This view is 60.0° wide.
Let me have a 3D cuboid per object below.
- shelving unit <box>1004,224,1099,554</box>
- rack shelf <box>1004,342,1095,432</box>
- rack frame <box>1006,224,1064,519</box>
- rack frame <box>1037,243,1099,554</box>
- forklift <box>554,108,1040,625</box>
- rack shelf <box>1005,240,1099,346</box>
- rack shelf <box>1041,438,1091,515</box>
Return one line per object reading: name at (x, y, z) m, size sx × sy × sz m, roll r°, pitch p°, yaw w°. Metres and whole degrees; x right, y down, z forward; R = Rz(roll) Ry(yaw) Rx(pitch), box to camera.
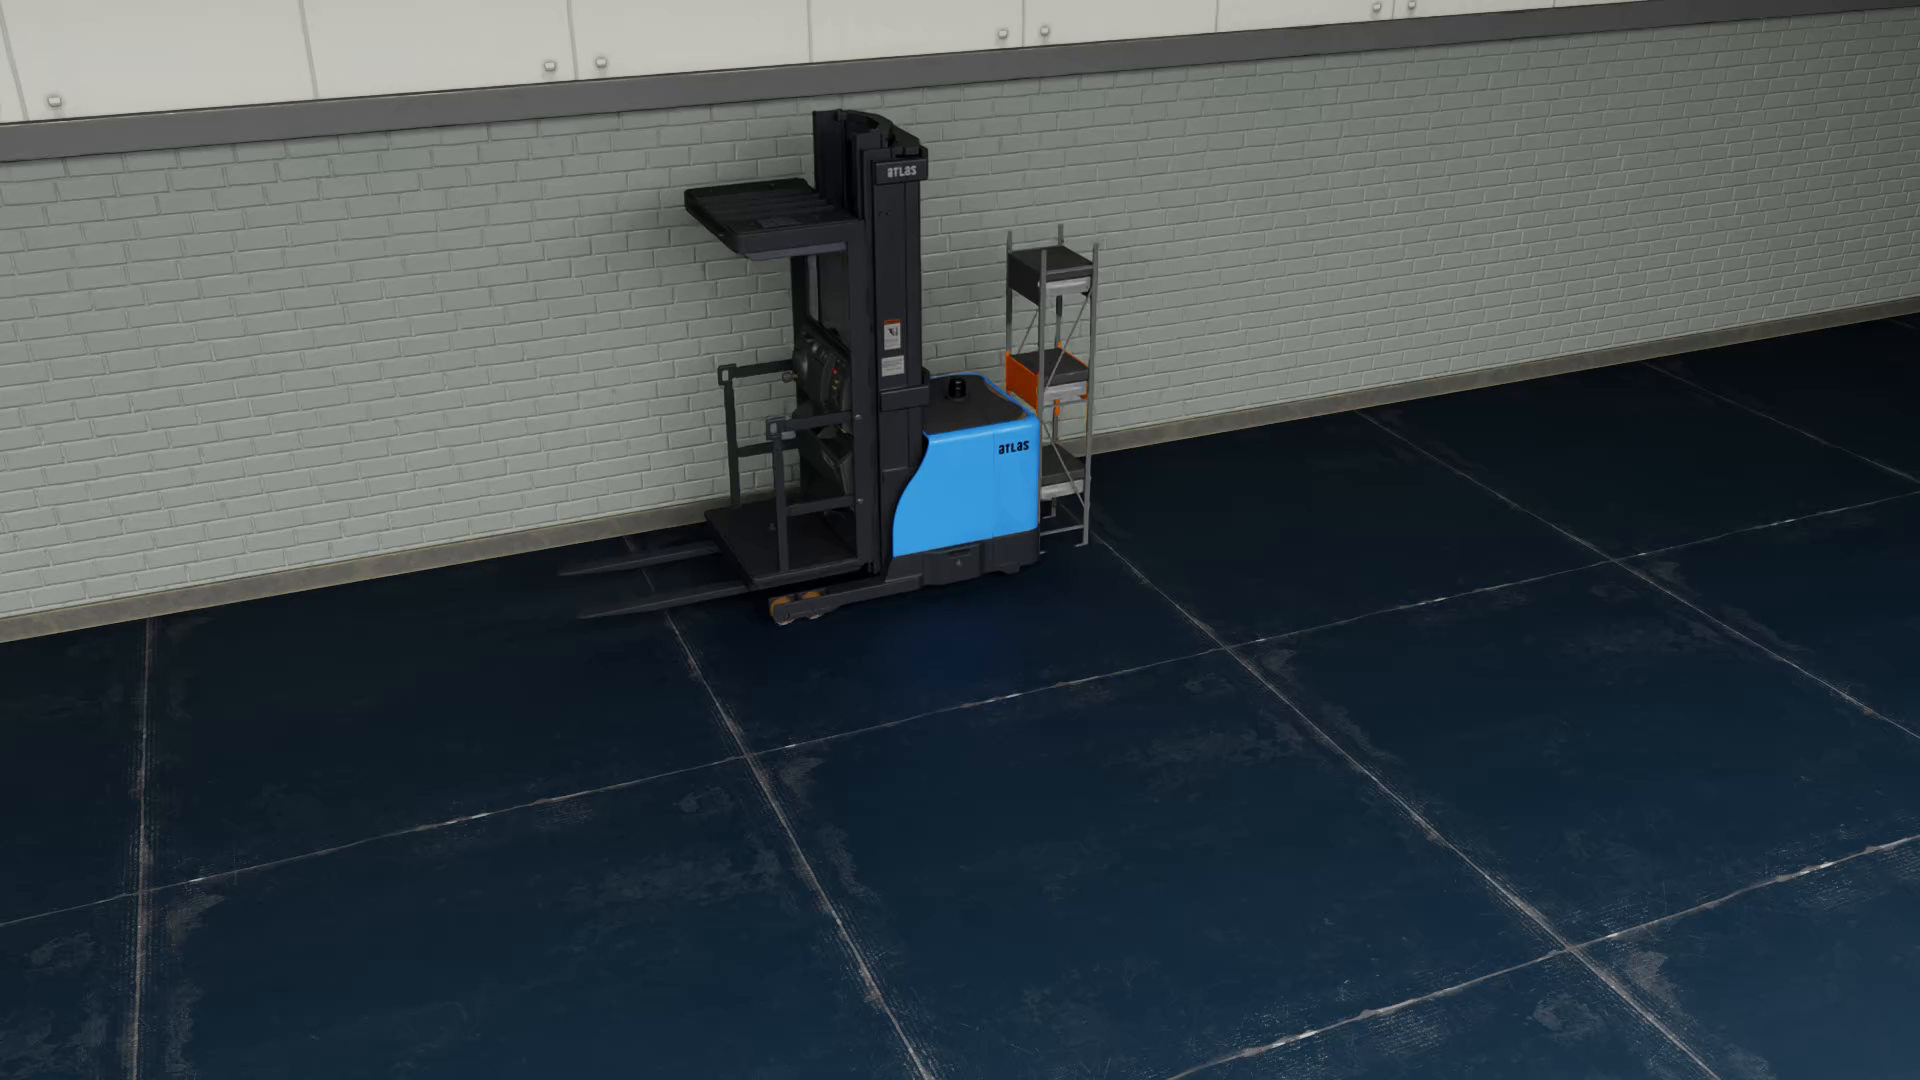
shelving unit at (0.587, -0.978, 11.006) m, size 0.431 × 2.100 × 0.503 m, roll -11°, pitch 28°, yaw -21°
rack shelf at (0.587, -0.966, 11.012) m, size 0.431 × 0.518 × 0.480 m, roll -11°, pitch 28°, yaw -21°
rack frame at (0.489, -1.076, 11.207) m, size 0.400 × 2.100 × 0.015 m, roll -11°, pitch 28°, yaw -21°
rack frame at (0.686, -0.880, 10.806) m, size 0.400 × 2.100 × 0.015 m, roll -11°, pitch 28°, yaw -21°
forklift at (-1.039, -1.055, 10.216) m, size 3.031 × 2.935 × 1.130 m, roll -11°, pitch 28°, yaw -21°
rack shelf at (0.587, -1.595, 10.705) m, size 0.431 × 0.518 × 0.480 m, roll -11°, pitch 28°, yaw -21°
rack shelf at (0.587, -0.337, 11.319) m, size 0.431 × 0.518 × 0.480 m, roll -11°, pitch 28°, yaw -21°
